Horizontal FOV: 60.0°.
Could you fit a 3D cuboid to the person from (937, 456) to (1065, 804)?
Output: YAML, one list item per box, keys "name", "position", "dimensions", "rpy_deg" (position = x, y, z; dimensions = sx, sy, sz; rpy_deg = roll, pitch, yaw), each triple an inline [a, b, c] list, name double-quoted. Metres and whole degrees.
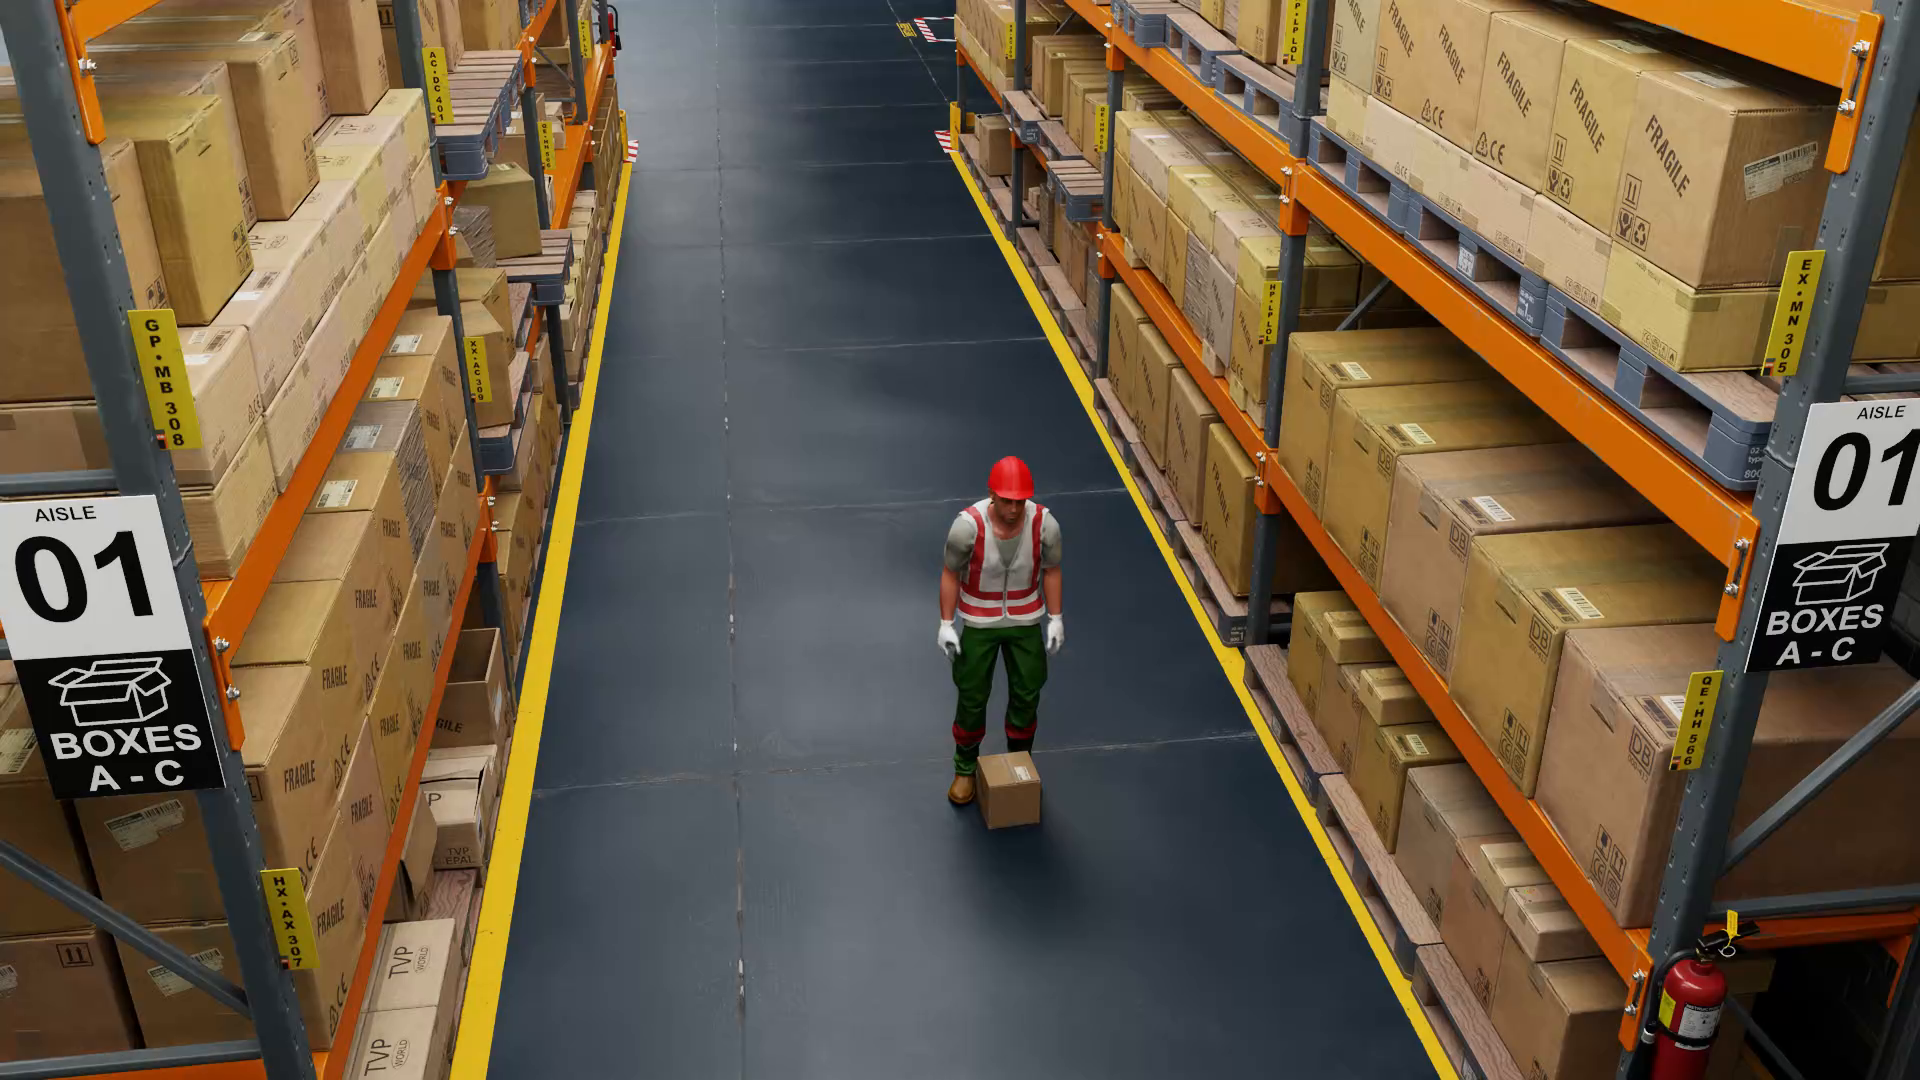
- name: "person"
  position: [0.194, 0.409, 7.795]
  dimensions: [0.606, 1.778, 0.452]
  rpy_deg: [-4, 27, -7]
